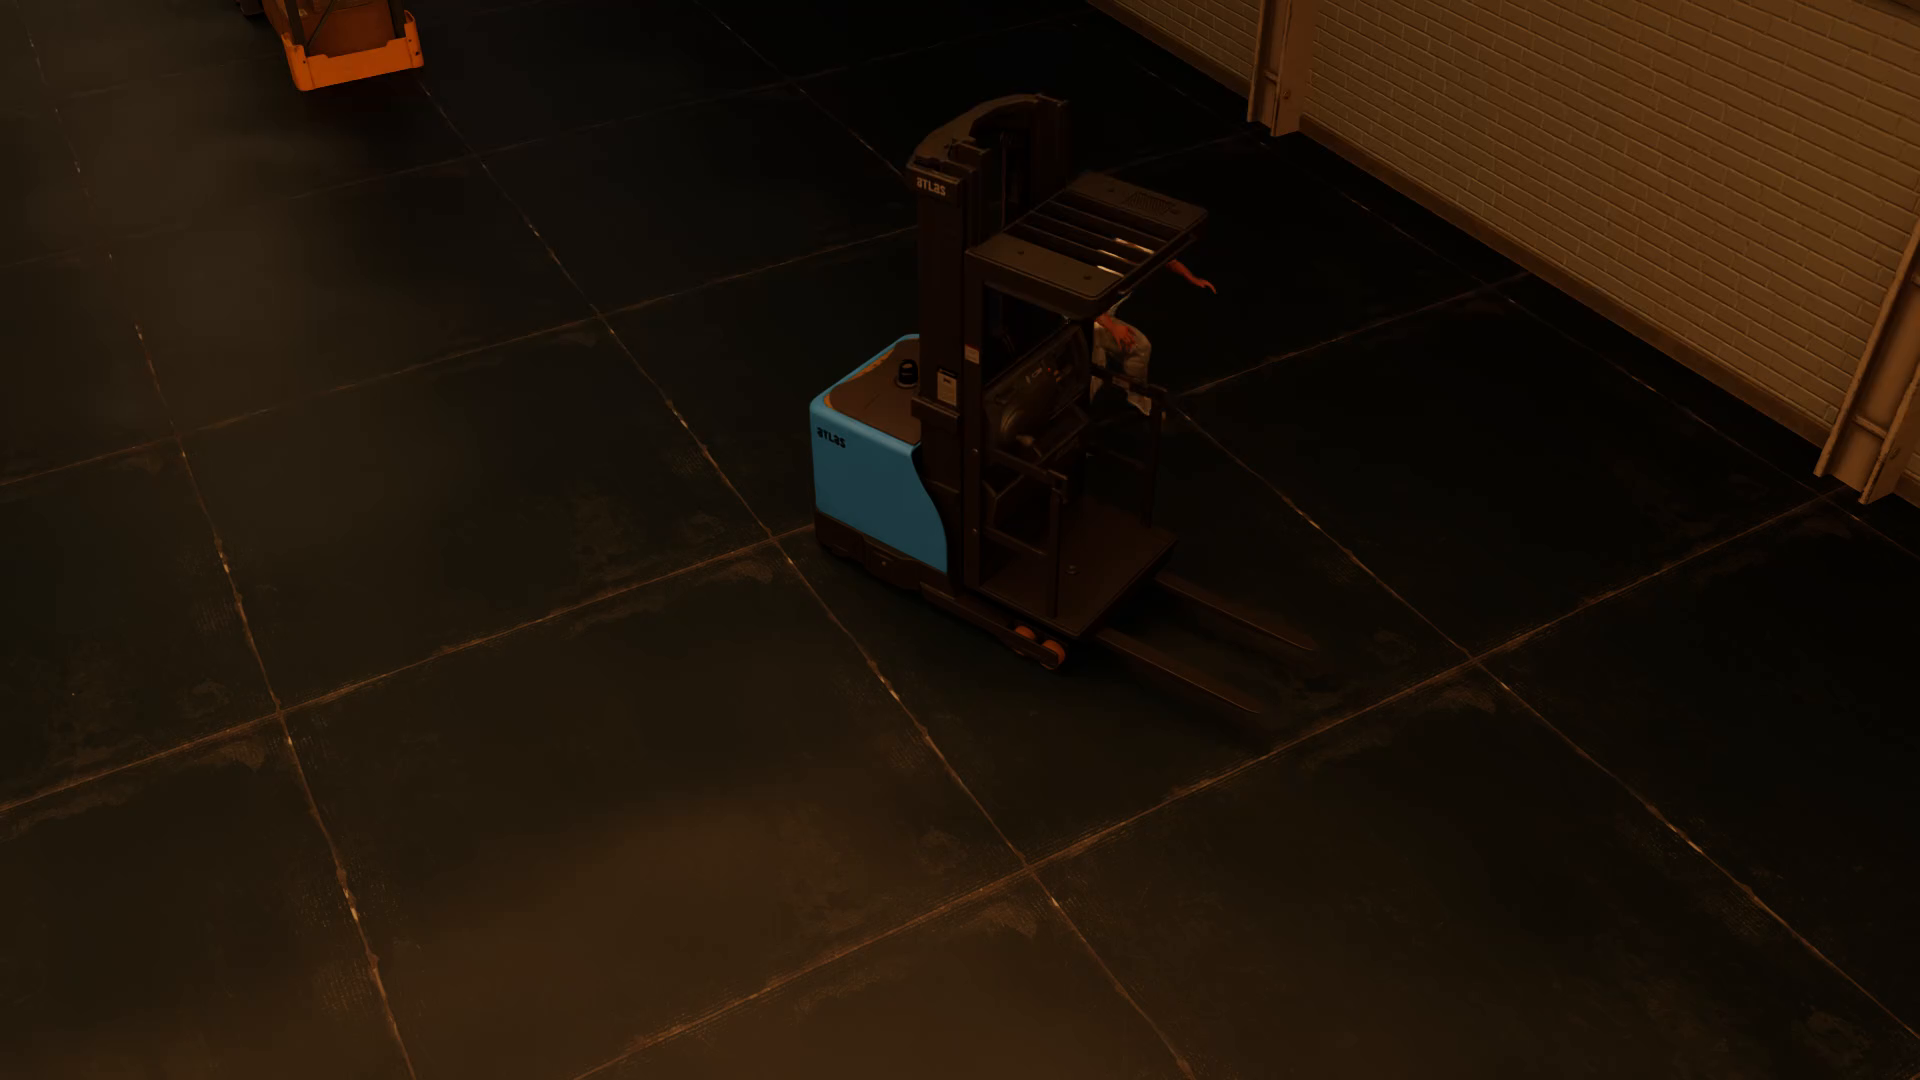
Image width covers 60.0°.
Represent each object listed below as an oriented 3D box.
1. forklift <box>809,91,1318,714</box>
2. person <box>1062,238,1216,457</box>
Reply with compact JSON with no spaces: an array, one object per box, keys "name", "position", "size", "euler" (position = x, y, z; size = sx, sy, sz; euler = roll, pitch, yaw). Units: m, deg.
[{"name":"forklift","position":[0.591,-0.781,8.977],"size":[3.031,2.935,1.130],"euler":[26,46,28]},{"name":"person","position":[1.139,-1.340,10.767],"size":[1.040,1.527,1.012],"euler":[0,40,0]}]
